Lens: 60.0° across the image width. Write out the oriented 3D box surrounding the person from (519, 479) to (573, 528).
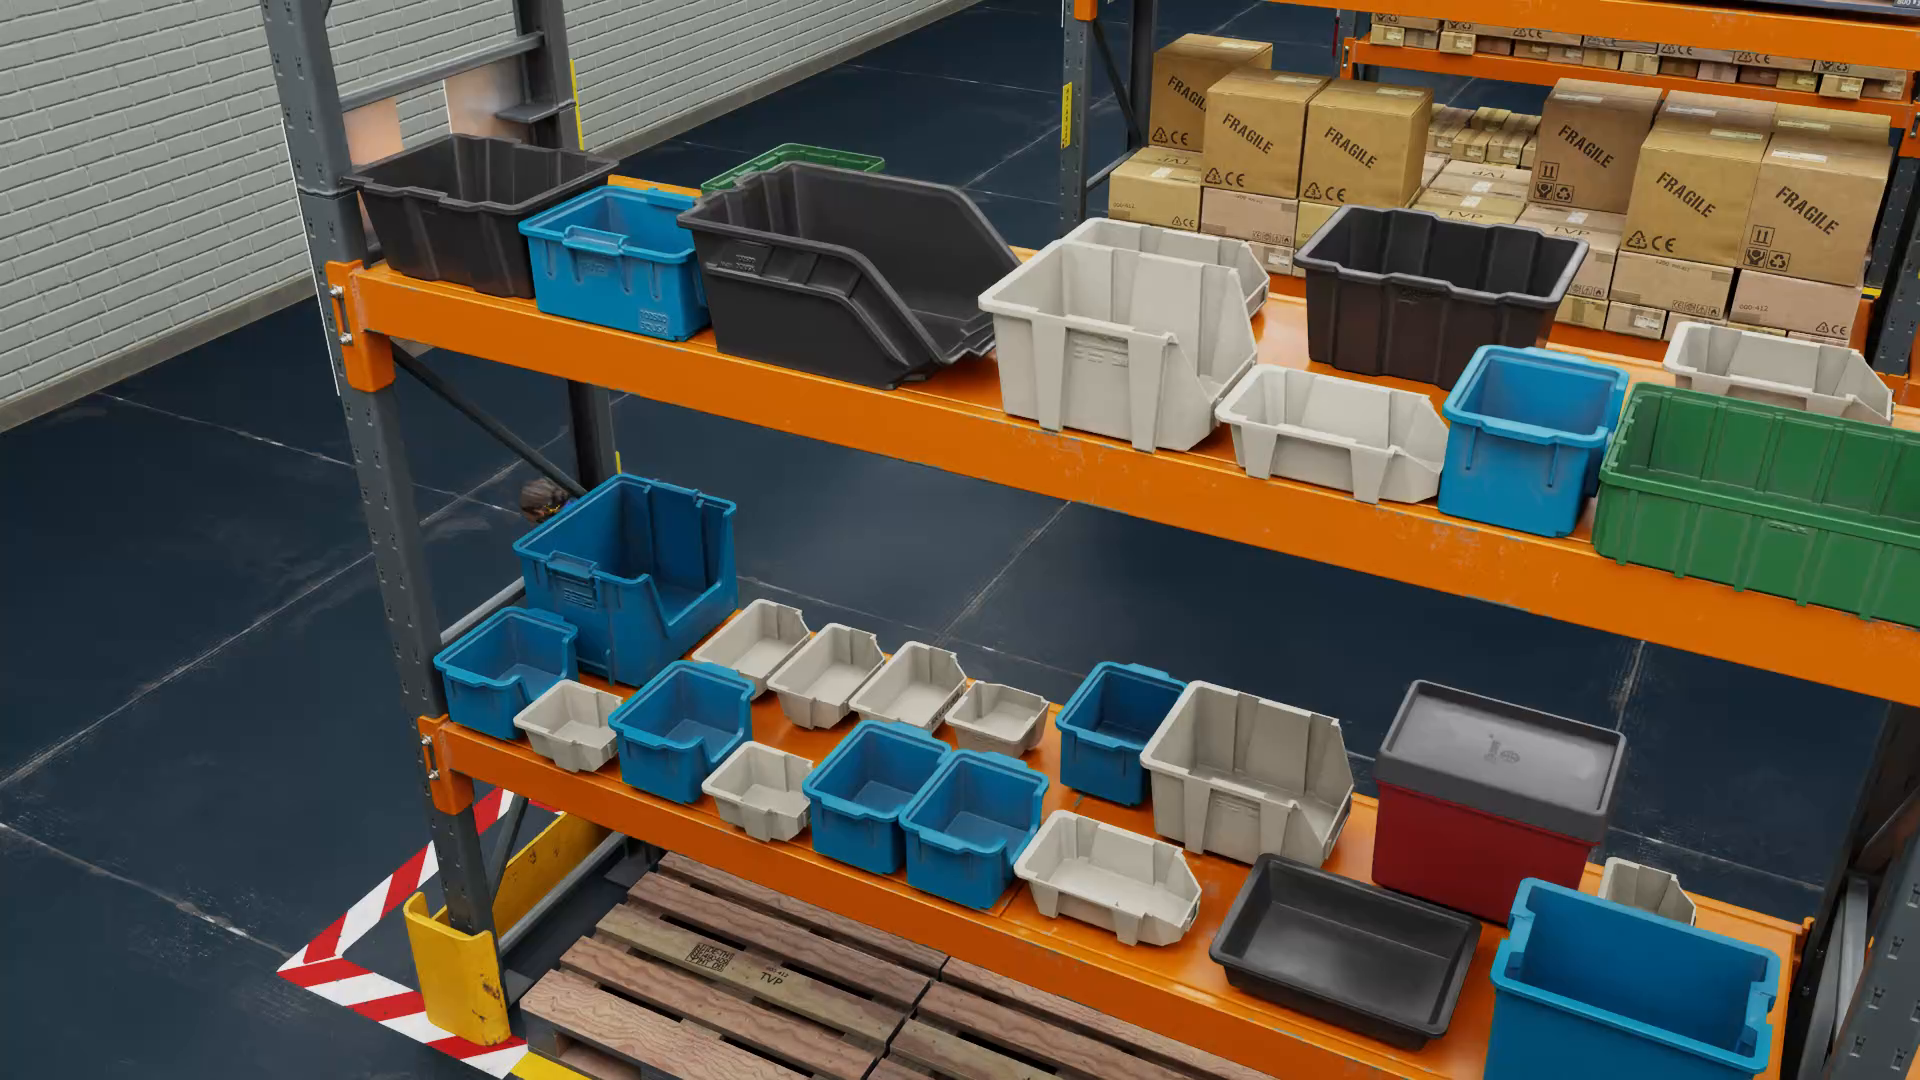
[{"bbox_3d":[-1.506,0.259,7.246,0.749,1.106,0.490,9,31,15],"label":"person"}]
